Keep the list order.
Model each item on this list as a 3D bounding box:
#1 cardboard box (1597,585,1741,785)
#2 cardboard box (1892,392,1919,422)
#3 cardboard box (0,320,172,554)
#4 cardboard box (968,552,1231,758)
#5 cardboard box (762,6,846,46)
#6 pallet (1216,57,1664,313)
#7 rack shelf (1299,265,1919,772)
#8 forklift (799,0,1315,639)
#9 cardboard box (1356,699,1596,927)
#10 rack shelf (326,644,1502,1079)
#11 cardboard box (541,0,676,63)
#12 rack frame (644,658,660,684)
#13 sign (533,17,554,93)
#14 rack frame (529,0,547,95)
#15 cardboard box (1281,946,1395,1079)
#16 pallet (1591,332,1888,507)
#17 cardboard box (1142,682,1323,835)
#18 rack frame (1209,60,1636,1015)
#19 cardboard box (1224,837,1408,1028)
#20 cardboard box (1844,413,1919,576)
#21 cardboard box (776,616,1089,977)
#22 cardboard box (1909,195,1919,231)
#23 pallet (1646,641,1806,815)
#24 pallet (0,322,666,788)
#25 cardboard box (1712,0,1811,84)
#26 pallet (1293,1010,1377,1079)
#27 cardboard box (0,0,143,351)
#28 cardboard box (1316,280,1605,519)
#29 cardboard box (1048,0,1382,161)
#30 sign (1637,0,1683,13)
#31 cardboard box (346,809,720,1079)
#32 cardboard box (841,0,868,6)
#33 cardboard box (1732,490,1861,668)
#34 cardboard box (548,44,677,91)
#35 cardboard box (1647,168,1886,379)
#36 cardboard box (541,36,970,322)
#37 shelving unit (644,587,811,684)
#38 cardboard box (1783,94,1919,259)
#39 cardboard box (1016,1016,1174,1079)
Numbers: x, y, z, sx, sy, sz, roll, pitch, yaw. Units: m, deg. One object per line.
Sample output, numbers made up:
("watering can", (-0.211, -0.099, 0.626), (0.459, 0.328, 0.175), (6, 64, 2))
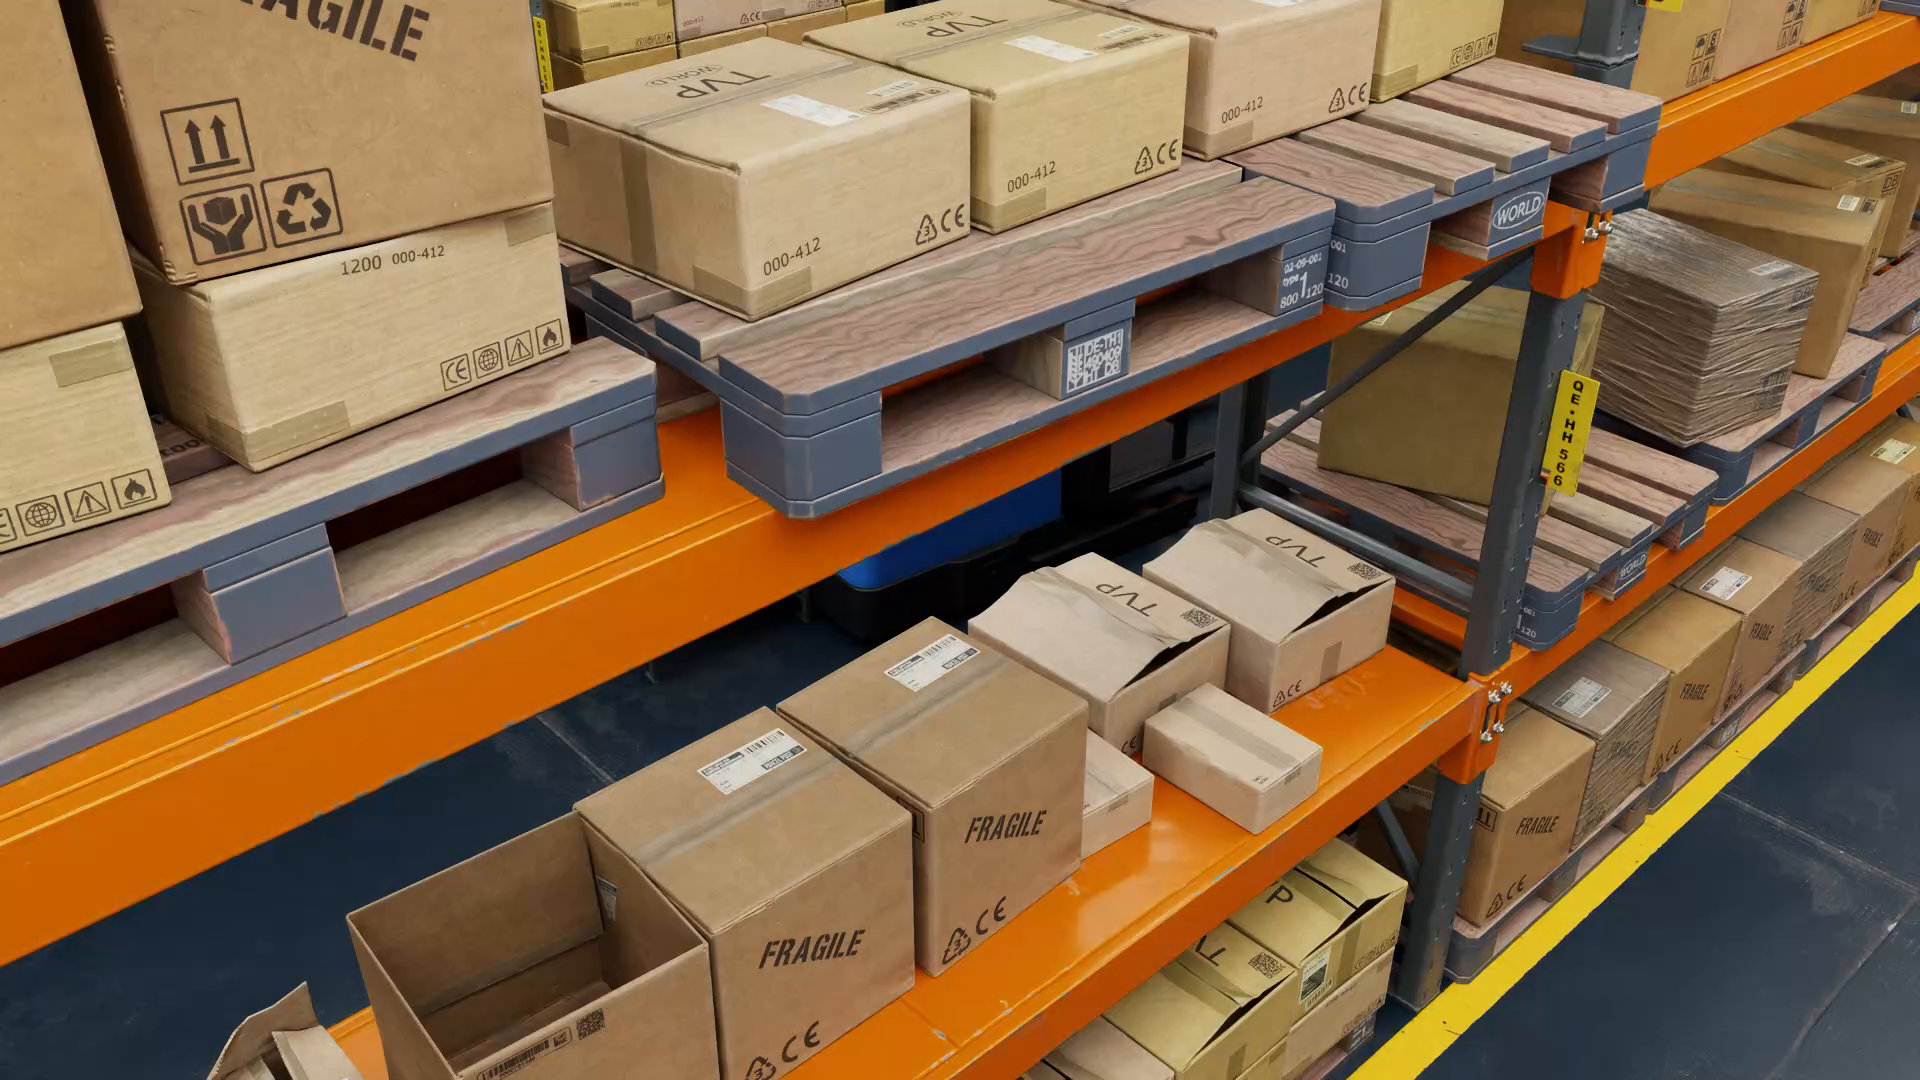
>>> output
("cardboard box", (2.437, 0.479, 6.066), (0.500, 0.500, 0.500), (-26, 40, -36))
("cardboard box", (4.546, -0.510, 7.864), (0.500, 0.311, 0.500), (-26, 40, -35))
("cardboard box", (-1.317, -0.175, 2.027), (0.500, 0.250, 0.500), (-21, 37, -31))
("cardboard box", (0.370, 0.297, 4.474), (0.500, 0.311, 0.500), (-26, 40, -36))
("cardboard box", (-0.928, -2.488, 8.543), (0.500, 0.500, 0.500), (-26, 40, -36))
("pallet", (0.721, -0.908, 3.666), (1.003, 0.211, 1.213), (-24, 39, -33))
("rack shelf", (2.624, -0.387, 6.196), (4.000, 0.370, 1.077), (-26, 40, -35))
("forklift", (0.501, -1.446, 7.305), (3.031, 2.935, 1.130), (-21, 37, -31))
("cardboard box", (1.686, 0.843, 5.471), (0.500, 0.500, 0.500), (-24, 39, -34))
("rack shelf", (-0.309, 1.032, 3.876), (4.000, 0.370, 1.077), (-26, 40, -35))
("cardboard box", (-1.684, -2.448, 7.760), (0.500, 0.250, 0.500), (-25, 39, -34))
("rack frame", (-1.356, -0.136, 6.535), (0.023, 1.500, 0.400), (-21, 37, -31))
("sign", (-1.837, -2.134, 7.330), (0.005, 0.325, 0.100), (-26, 40, -35))
("rack frame", (-2.213, -1.878, 7.945), (0.127, 3.000, 1.000), (-26, 40, -35))
("cardboard box", (0.938, 1.290, 4.999), (0.500, 0.250, 0.500), (-25, 39, -34))
("pallet", (2.581, -0.594, 6.030), (1.213, 0.211, 1.003), (-26, 40, -35))
("cardboard box", (0.686, 0.548, 4.220), (0.250, 0.149, 0.380), (-26, 40, -35))
("rack frame", (1.158, 0.016, 4.849), (0.127, 3.000, 1.000), (-26, 40, -35))
("cardboard box", (0.941, 1.051, 4.852), (0.500, 0.311, 0.500), (-25, 39, -34))
("cardboard box", (3.924, -0.240, 7.241), (0.500, 0.500, 0.500), (-26, 40, -36))
("cardboard box", (-0.061, 0.575, 3.839), (0.500, 0.500, 0.500), (27, 40, 36))
("cardboard box", (4.283, -1.721, 7.593), (0.500, 0.500, 0.500), (-25, 39, -35))
("pallet", (2.625, 0.525, 6.690), (1.213, 0.211, 1.003), (-26, 40, -35))
("pallet", (-1.137, -0.081, 2.316), (0.805, 0.209, 1.217), (27, 41, 37))
("cardboard box", (1.829, -1.655, 4.610), (0.500, 0.500, 0.910), (-26, 40, -35))
("pallet", (0.528, 1.483, 5.123), (1.213, 0.211, 1.003), (-26, 40, -35))
("cardboard box", (-1.296, -0.484, 1.813), (0.500, 0.500, 0.500), (-25, 40, -35))
("cardboard box", (1.543, -0.472, 5.149), (0.700, 0.500, 0.500), (15, 35, 23))
("cardboard box", (0.491, -1.004, 3.382), (0.500, 0.250, 0.500), (-25, 39, -34))
("sign", (1.529, -1.303, 3.559), (0.005, 0.325, 0.100), (-26, 40, -35))
("cardboard box", (-0.815, 0.939, 3.243), (0.500, 0.500, 0.500), (-23, 38, -32))
("cardboard box", (-0.577, -2.991, 8.648), (0.500, 0.250, 0.500), (-27, 40, -36))
("cardboard box", (3.188, 0.110, 6.669), (0.500, 0.500, 0.500), (-25, 39, -35))
("cardboard box", (-1.683, -2.130, 7.958), (0.500, 0.500, 0.500), (-24, 39, -34))
("cardboard box", (2.837, -0.974, 5.970), (0.700, 0.500, 0.500), (18, 36, 27))
("cardboard box", (-0.332, -0.615, 2.746), (0.500, 0.250, 0.500), (25, 40, 35))
("shelving unit", (-1.064, -0.251, 6.723), (0.755, 1.500, 0.431), (-21, 37, -31))
("cardboard box", (3.592, -1.542, 6.898), (0.700, 0.500, 0.500), (15, 35, 23))
("cardboard box", (0.193, 1.415, 4.256), (0.500, 0.311, 0.500), (-26, 40, -36))
